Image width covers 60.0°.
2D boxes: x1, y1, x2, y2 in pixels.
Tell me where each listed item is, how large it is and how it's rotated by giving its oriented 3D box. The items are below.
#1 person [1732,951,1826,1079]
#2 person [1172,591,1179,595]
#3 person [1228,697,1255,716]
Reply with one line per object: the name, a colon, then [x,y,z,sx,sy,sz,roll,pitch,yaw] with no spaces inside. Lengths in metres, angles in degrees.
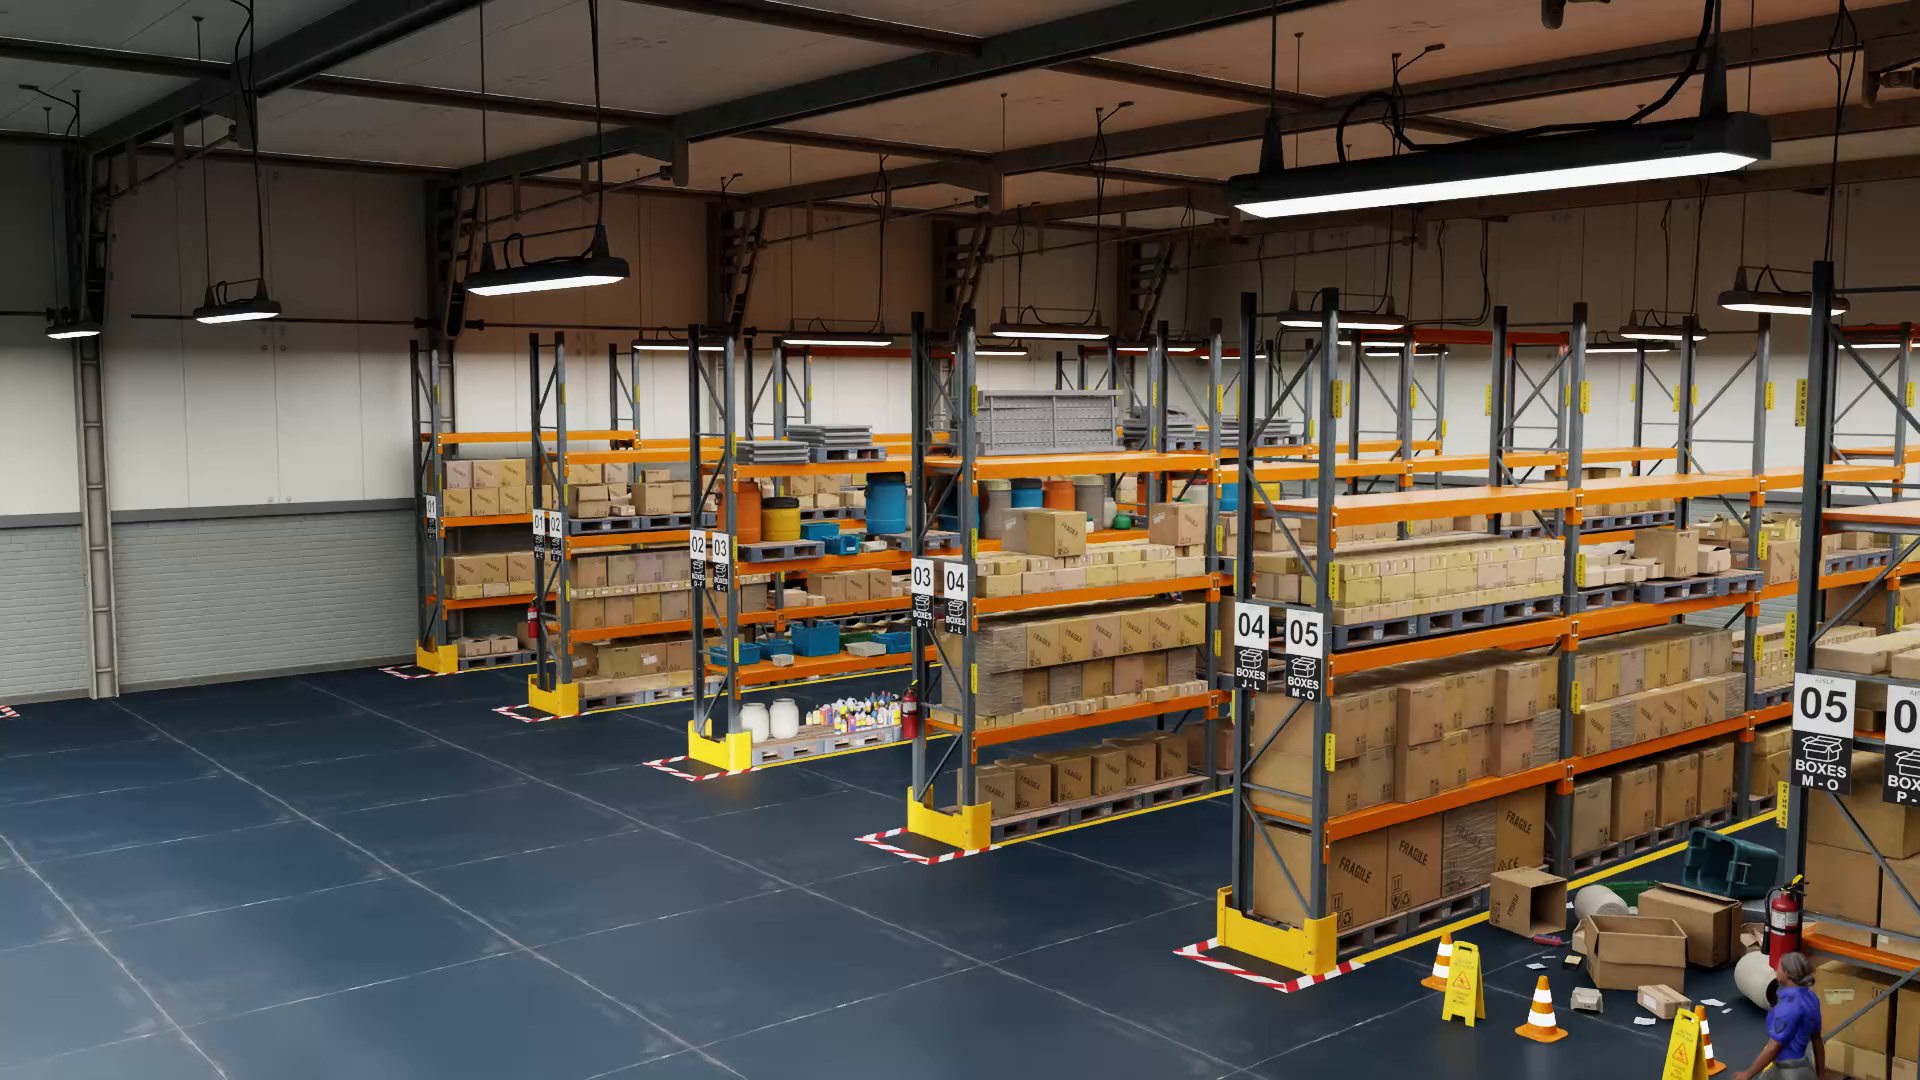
person: [5.200,3.379,10.486,0.998,1.602,0.399,2,6,18]
person: [5.218,0.621,39.474,0.549,1.774,0.464,-5,7,-41]
person: [4.300,1.947,25.201,0.688,1.766,0.593,4,6,35]
